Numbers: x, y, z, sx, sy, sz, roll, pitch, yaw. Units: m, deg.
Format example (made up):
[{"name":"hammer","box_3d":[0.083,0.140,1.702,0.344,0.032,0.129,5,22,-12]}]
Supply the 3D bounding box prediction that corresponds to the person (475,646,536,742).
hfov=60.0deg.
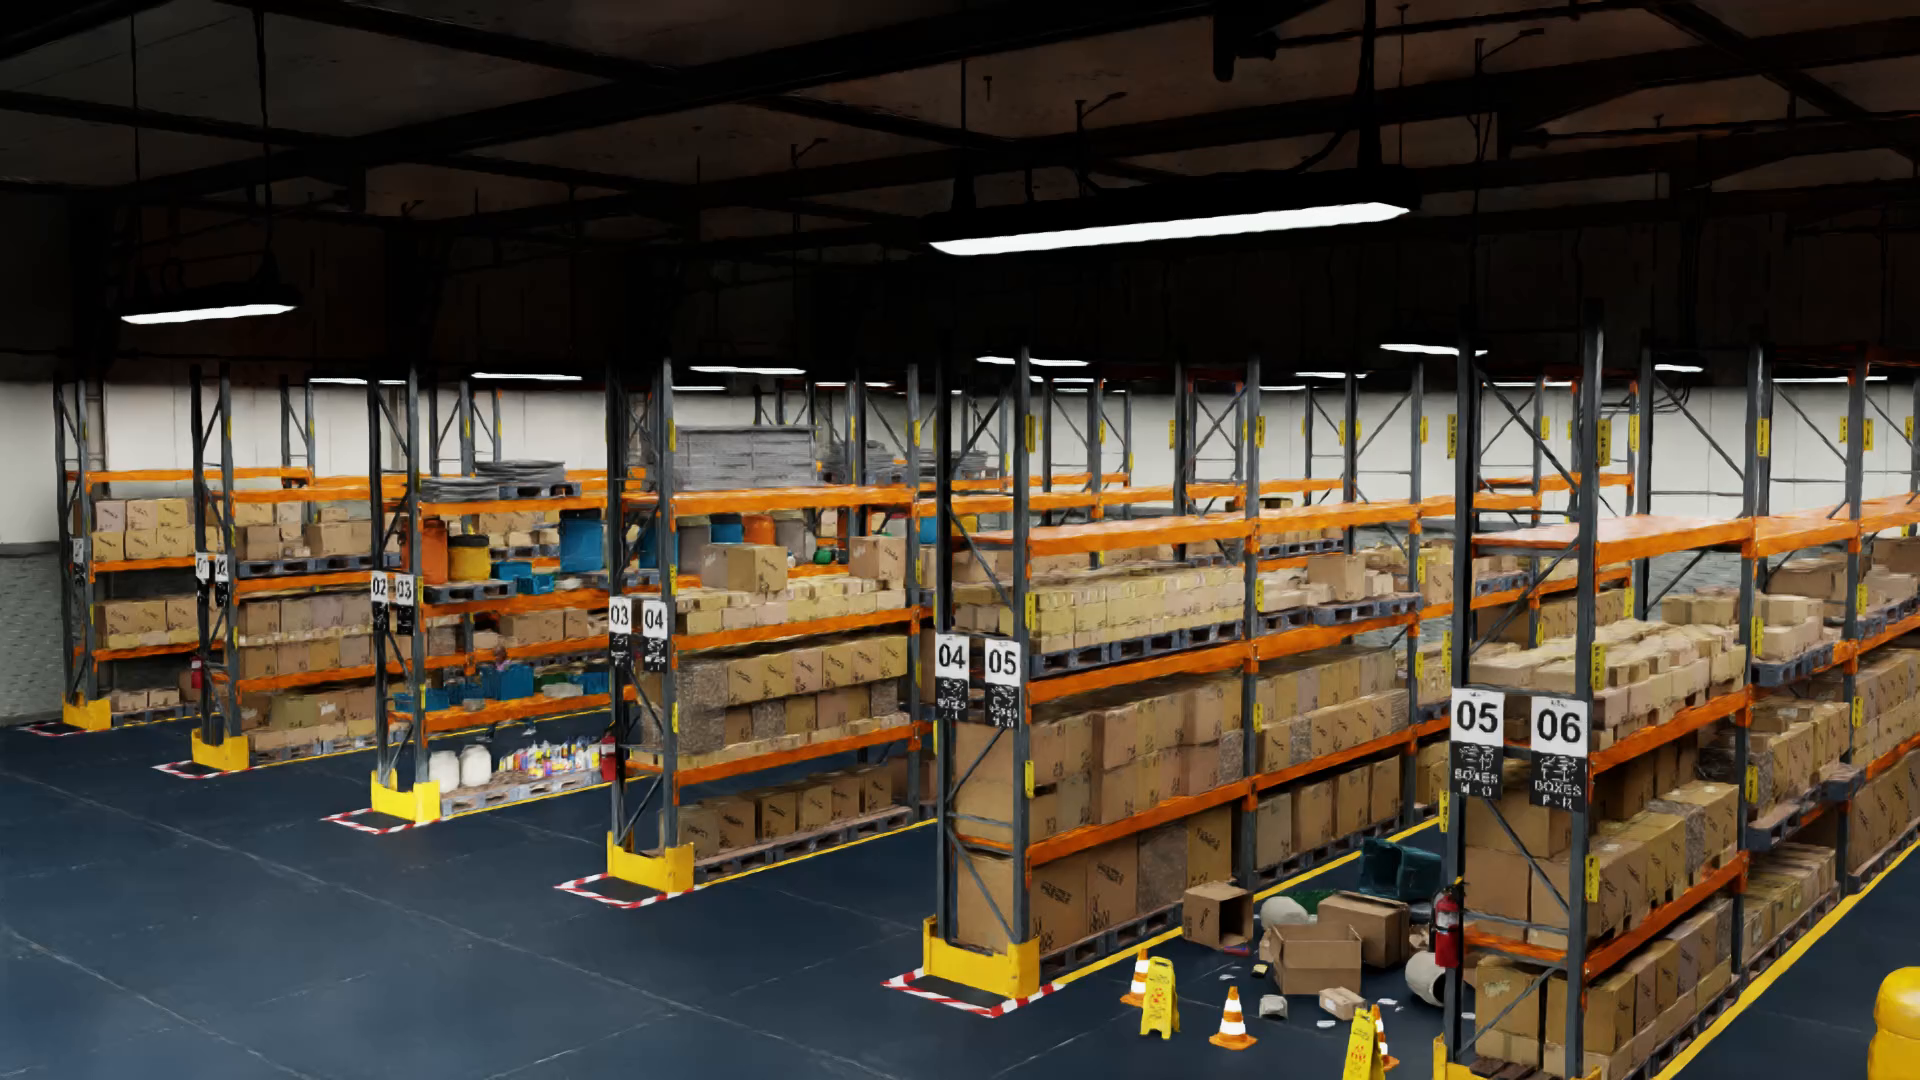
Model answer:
[{"name":"person","box_3d":[-7.282,2.462,26.806,0.416,1.525,0.982,3,5,39]}]
